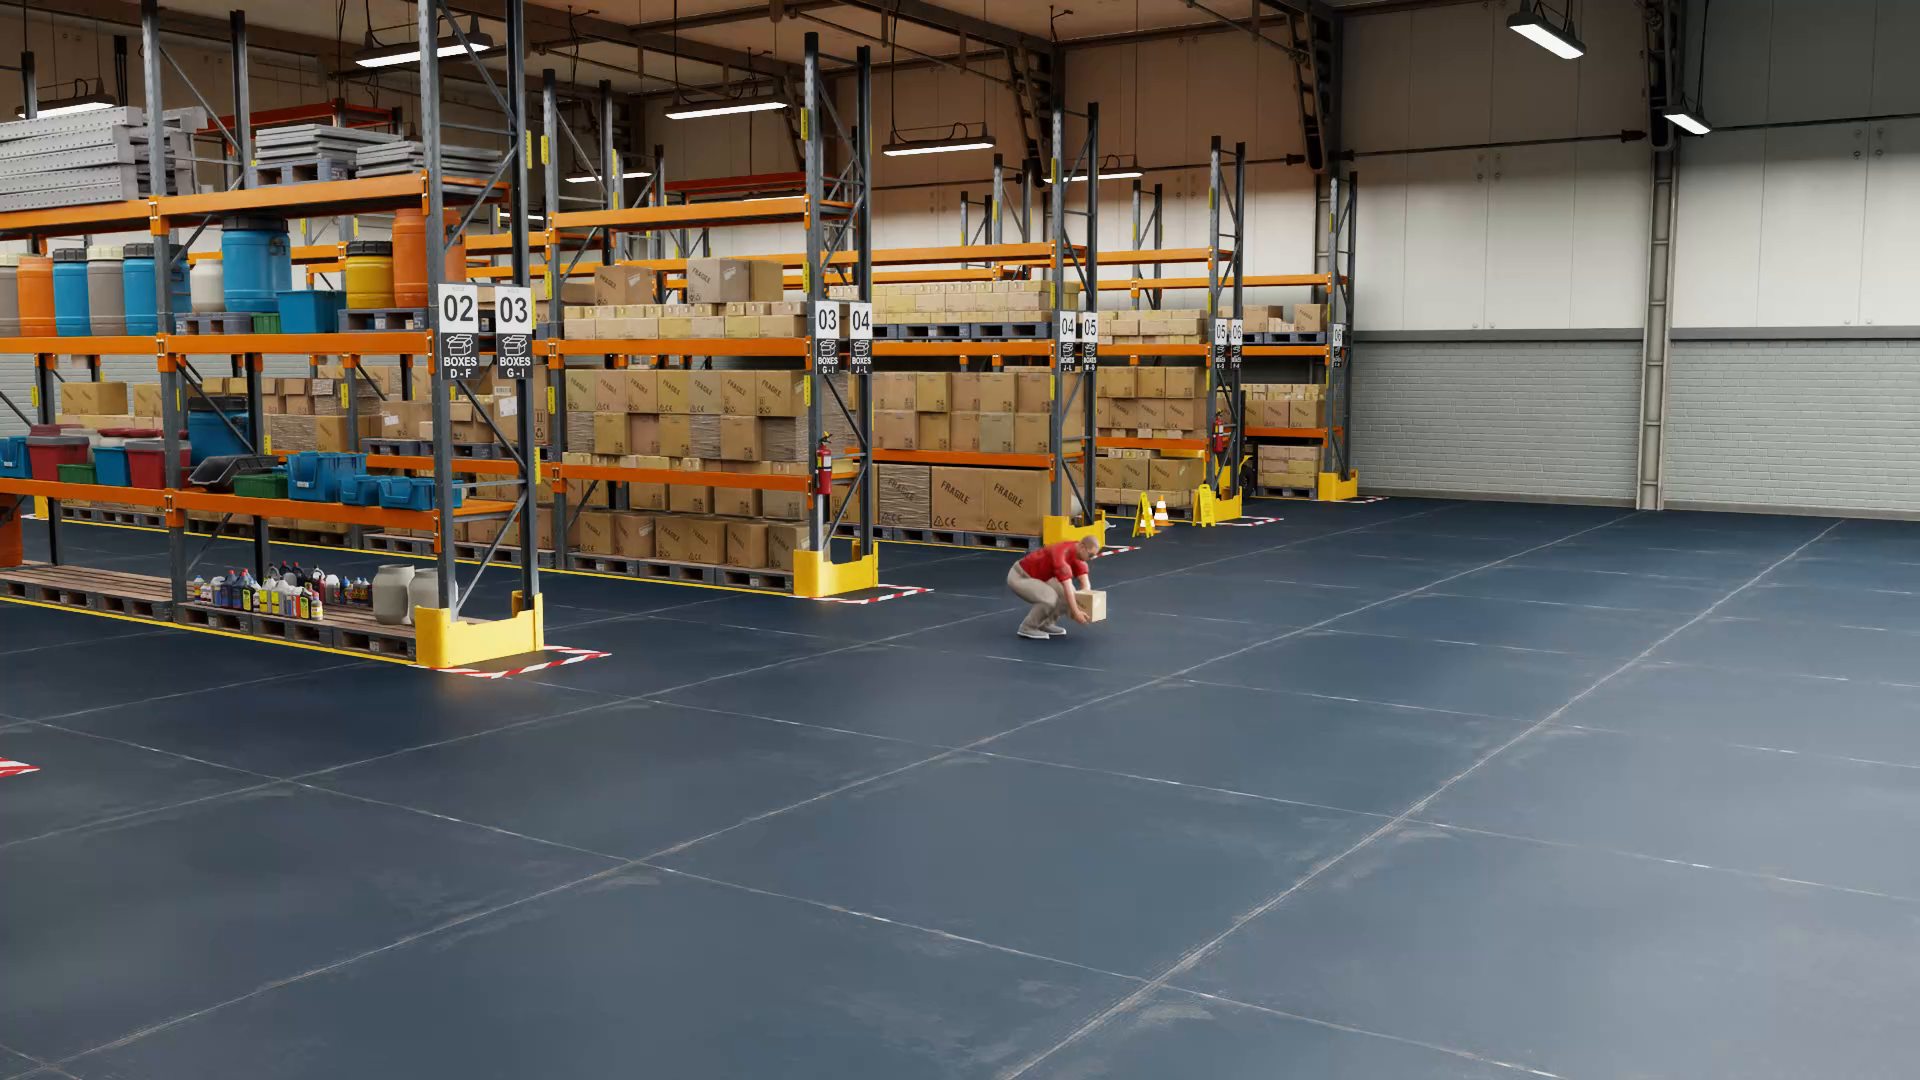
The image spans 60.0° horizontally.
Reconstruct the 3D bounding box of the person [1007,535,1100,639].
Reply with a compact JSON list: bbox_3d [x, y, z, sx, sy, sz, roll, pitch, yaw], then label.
[{"bbox_3d":[0.884,0.424,15.455,0.894,0.983,0.532,4,7,32],"label":"person"}]
